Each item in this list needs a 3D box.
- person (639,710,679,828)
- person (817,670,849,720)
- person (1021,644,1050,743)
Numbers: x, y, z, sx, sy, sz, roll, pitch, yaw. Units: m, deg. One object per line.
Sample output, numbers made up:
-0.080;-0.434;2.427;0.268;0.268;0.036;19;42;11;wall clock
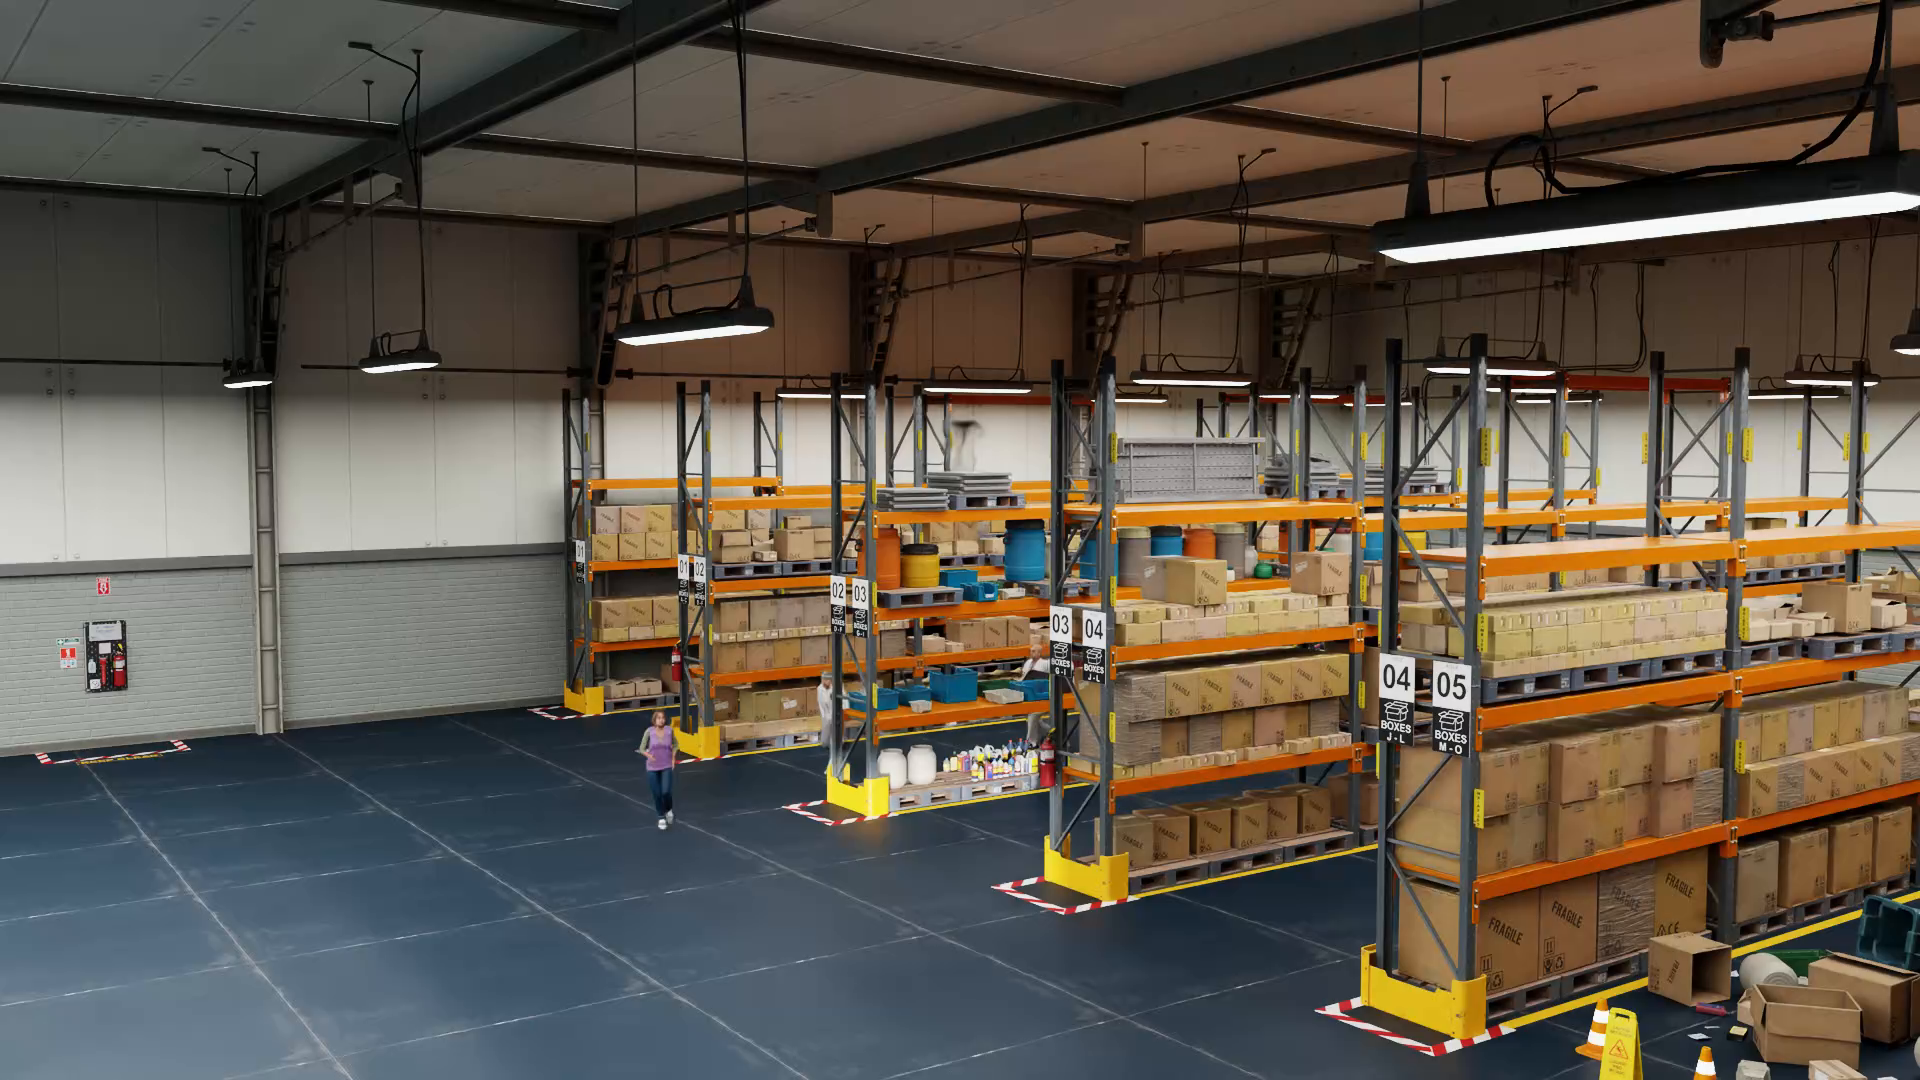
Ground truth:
-3.908;2.991;21.636;0.519;1.566;0.537;-1;4;-13;person
-1.966;2.343;25.242;0.607;0.792;0.496;1;4;21;person
1.260;2.562;26.704;0.925;1.791;0.733;-3;5;-43;person
